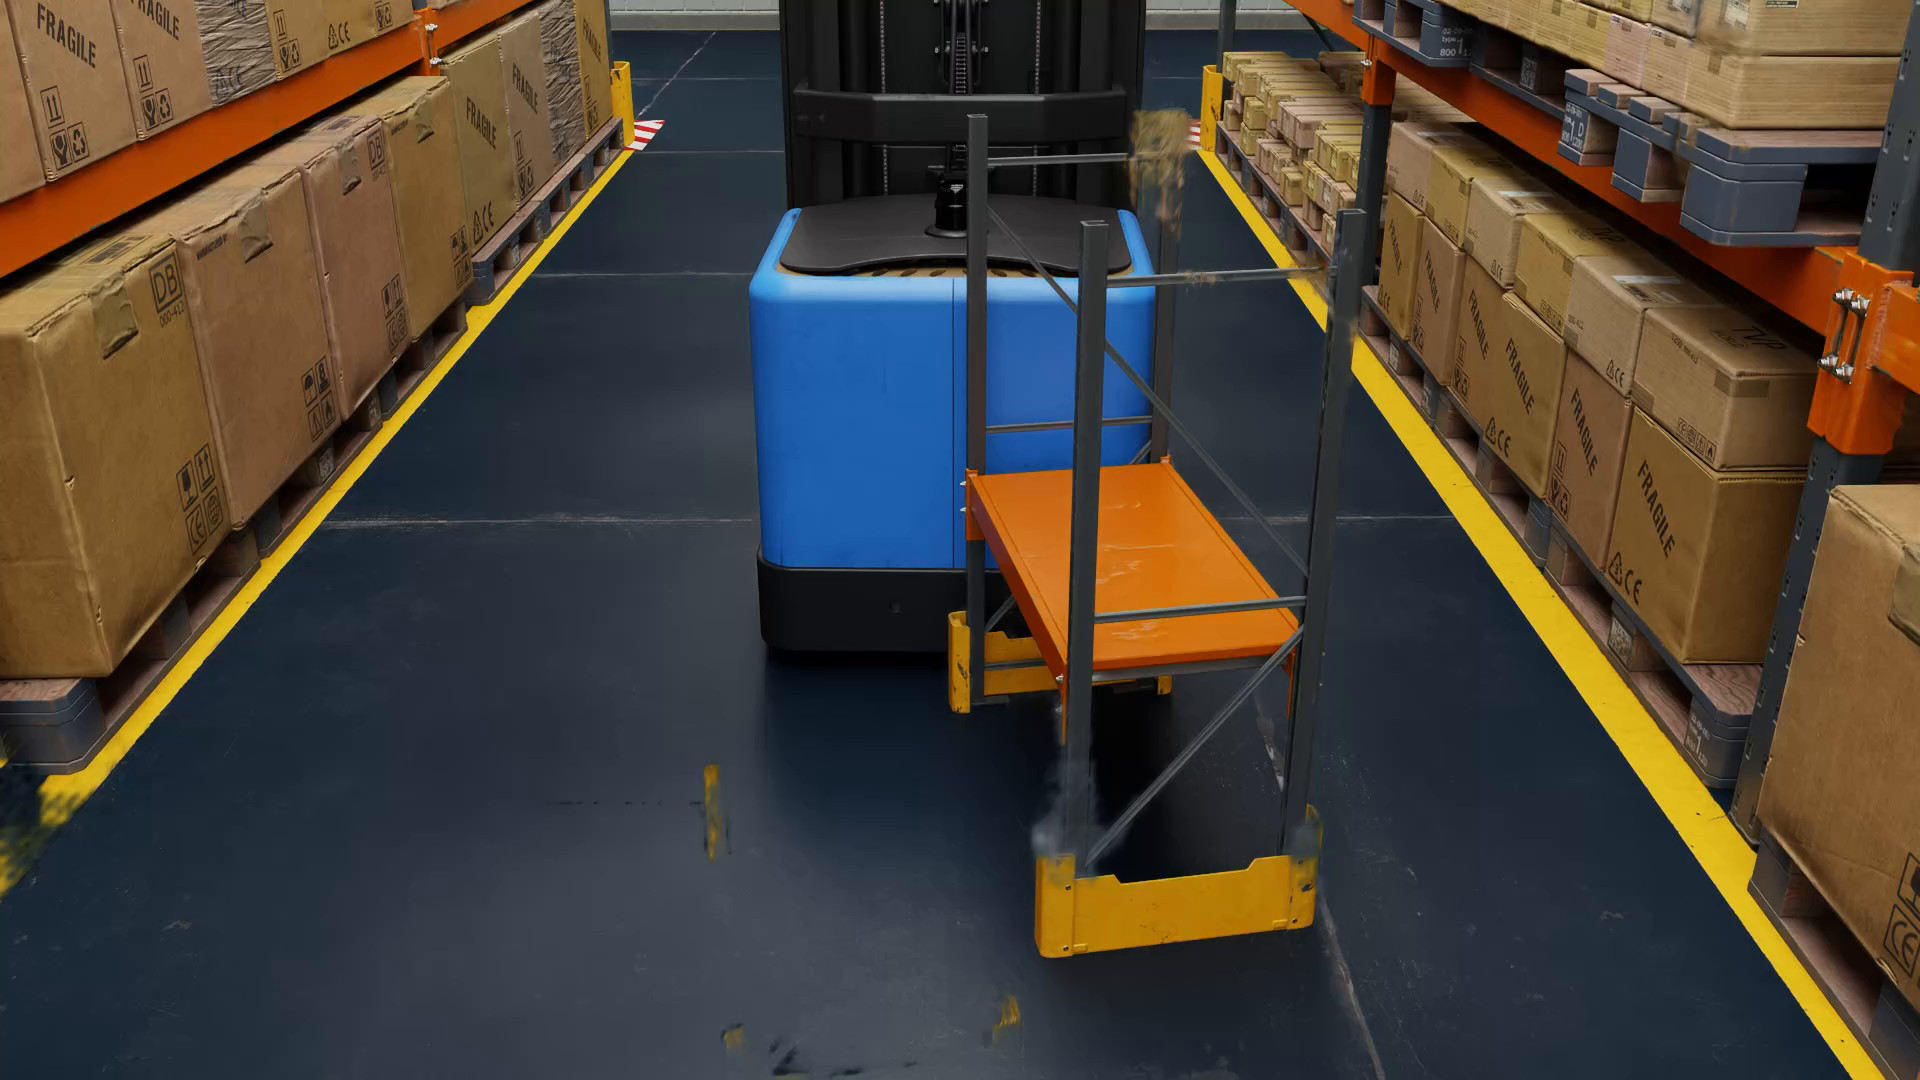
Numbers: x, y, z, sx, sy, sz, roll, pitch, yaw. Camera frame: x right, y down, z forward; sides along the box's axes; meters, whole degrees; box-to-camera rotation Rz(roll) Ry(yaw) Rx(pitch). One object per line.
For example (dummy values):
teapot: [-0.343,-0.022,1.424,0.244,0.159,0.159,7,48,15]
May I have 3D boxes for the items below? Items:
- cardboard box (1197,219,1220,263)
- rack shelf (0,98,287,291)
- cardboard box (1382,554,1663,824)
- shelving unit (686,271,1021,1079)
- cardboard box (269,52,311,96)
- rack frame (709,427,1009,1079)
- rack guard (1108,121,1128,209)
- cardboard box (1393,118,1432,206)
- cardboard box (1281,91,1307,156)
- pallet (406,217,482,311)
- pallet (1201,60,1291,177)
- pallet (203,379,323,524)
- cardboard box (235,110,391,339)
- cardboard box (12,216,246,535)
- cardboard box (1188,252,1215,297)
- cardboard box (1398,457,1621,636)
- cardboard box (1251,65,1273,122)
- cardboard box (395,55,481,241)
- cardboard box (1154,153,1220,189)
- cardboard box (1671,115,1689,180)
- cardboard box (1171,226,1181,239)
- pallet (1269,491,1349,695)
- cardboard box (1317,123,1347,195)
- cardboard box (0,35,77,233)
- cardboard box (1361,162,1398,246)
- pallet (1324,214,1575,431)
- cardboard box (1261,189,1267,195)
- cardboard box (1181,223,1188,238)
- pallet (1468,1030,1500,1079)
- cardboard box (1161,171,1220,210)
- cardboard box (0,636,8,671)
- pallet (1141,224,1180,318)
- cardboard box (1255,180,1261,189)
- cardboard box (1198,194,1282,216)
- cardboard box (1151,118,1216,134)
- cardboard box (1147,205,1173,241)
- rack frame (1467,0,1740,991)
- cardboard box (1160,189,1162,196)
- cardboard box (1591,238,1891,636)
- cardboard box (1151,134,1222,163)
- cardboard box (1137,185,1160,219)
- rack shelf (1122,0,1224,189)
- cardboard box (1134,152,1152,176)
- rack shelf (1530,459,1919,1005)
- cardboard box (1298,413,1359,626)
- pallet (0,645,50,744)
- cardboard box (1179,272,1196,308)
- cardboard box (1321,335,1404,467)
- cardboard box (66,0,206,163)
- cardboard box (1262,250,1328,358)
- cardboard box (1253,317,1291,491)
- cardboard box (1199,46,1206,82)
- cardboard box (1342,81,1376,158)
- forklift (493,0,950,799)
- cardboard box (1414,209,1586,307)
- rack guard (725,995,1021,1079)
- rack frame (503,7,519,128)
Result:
cardboard box: [1.919,-1.764,7.739,0.380,0.149,0.250,0,24,0]
rack shelf: [-2.713,-1.218,5.176,1.077,0.370,4.000,0,24,-1]
cardboard box: [2.001,-0.025,4.188,0.500,0.500,0.500,0,24,-1]
shelving unit: [0.355,-0.074,3.595,0.587,1.500,1.083,-4,25,-10]
cardboard box: [-2.406,-2.379,7.174,0.380,0.149,0.250,0,24,0]
rack frame: [0.450,0.135,3.131,0.500,1.500,0.032,-4,25,-10]
rack guard: [2.183,-2.828,10.897,1.175,0.500,0.348,0,24,-1]
cardboard box: [1.804,-1.226,3.755,0.380,0.149,0.250,1,24,1]
cardboard box: [1.789,-1.621,4.990,0.380,0.149,0.250,-1,24,-3]
pallet: [-2.681,-1.917,9.232,1.003,0.211,1.213,0,24,-1]
pallet: [2.089,-1.947,6.149,1.003,0.211,1.213,0,24,-1]
pallet: [-2.651,-0.782,6.722,1.003,0.211,1.213,0,24,-1]
cardboard box: [-2.662,-1.865,7.803,0.875,0.875,0.875,0,24,-1]
cardboard box: [-2.698,-0.961,5.804,1.225,0.875,0.875,-1,24,-2]
cardboard box: [1.889,-1.618,7.777,0.380,0.149,0.250,-1,24,-3]
cardboard box: [2.000,-0.377,4.057,0.500,0.250,0.500,-1,24,-2]
cardboard box: [1.783,-1.837,5.468,0.380,0.149,0.250,-1,24,-3]
cardboard box: [-2.682,-2.603,9.434,0.875,0.875,0.875,0,24,-1]
cardboard box: [1.882,-2.403,9.150,0.380,0.149,0.250,0,24,0]
cardboard box: [2.454,-1.336,3.999,0.380,0.149,0.250,-1,24,-2]
cardboard box: [1.934,-1.937,8.843,0.380,0.149,0.250,0,24,0]
pallet: [2.252,-0.255,5.558,1.003,0.211,1.213,0,24,-1]
cardboard box: [1.797,-1.402,4.506,0.380,0.149,0.250,-1,24,-3]
cardboard box: [-2.445,-1.598,5.022,0.500,0.500,0.500,0,24,0]
cardboard box: [1.800,-1.189,4.033,0.380,0.149,0.250,0,24,0]
pallet: [2.155,-0.908,3.850,1.213,0.211,1.003,0,24,-1]
cardboard box: [2.401,-2.199,8.700,0.380,0.149,0.250,-1,24,-3]
cardboard box: [1.941,-1.937,8.482,0.380,0.149,0.250,0,24,1]
pallet: [2.203,0.894,3.018,1.003,0.211,1.213,0,24,-1]
cardboard box: [1.874,-2.196,8.694,0.380,0.149,0.250,-1,24,-2]
cardboard box: [-2.678,-0.229,4.186,1.225,0.875,0.875,-1,24,-3]
pallet: [2.167,-1.860,9.107,1.003,0.211,1.213,0,24,-1]
cardboard box: [2.406,-2.409,9.164,0.380,0.149,0.250,-1,24,-2]
cardboard box: [1.984,-1.974,8.203,0.380,0.149,0.250,1,24,1]
cardboard box: [1.971,-2.832,10.099,0.380,0.149,0.250,0,24,0]
cardboard box: [1.869,-2.150,9.315,0.380,0.149,0.250,-1,24,-3]
rack frame: [2.269,-0.702,3.163,1.000,3.000,0.127,0,24,-1]
cardboard box: [1.961,-2.381,9.463,0.380,0.149,0.250,-1,24,-3]
cardboard box: [2.004,-0.562,2.730,0.500,0.500,0.500,0,24,0]
cardboard box: [1.931,-2.625,9.643,0.380,0.149,0.250,-1,24,-3]
cardboard box: [1.855,-2.358,9.774,0.380,0.149,0.250,0,24,0]
rack shelf: [2.204,-2.847,8.777,1.077,0.370,4.000,0,24,-1]
cardboard box: [1.878,-2.696,10.161,0.380,0.149,0.250,0,24,-1]
rack shelf: [2.291,0.450,1.489,1.077,0.370,4.000,0,24,-1]
cardboard box: [1.977,-0.456,5.143,0.500,0.500,0.500,-1,24,-3]
pallet: [-2.625,0.224,4.499,1.003,0.211,1.213,0,24,-1]
cardboard box: [1.894,-1.619,8.140,0.380,0.149,0.250,-1,24,-2]
cardboard box: [1.993,-0.794,4.980,0.500,0.250,0.500,0,24,1]
cardboard box: [-2.458,-2.020,5.955,0.500,0.500,0.500,0,24,1]
cardboard box: [1.978,-1.219,5.920,0.500,0.250,0.500,0,24,1]
cardboard box: [1.976,-0.879,6.078,0.500,0.500,0.500,1,24,2]
cardboard box: [1.877,-2.458,7.350,0.380,0.149,0.250,-1,24,-2]
cardboard box: [1.796,-1.438,4.223,0.380,0.149,0.250,0,24,0]
forklift: [0.012,-1.595,5.220,1.130,2.935,3.031,0,24,1]
cardboard box: [1.804,-0.980,3.573,0.380,0.149,0.250,0,24,0]
rack guard: [0.446,0.697,3.406,0.587,0.250,0.087,-4,25,-10]
rack frame: [-2.779,-4.018,10.494,1.000,3.000,0.127,0,24,-1]
